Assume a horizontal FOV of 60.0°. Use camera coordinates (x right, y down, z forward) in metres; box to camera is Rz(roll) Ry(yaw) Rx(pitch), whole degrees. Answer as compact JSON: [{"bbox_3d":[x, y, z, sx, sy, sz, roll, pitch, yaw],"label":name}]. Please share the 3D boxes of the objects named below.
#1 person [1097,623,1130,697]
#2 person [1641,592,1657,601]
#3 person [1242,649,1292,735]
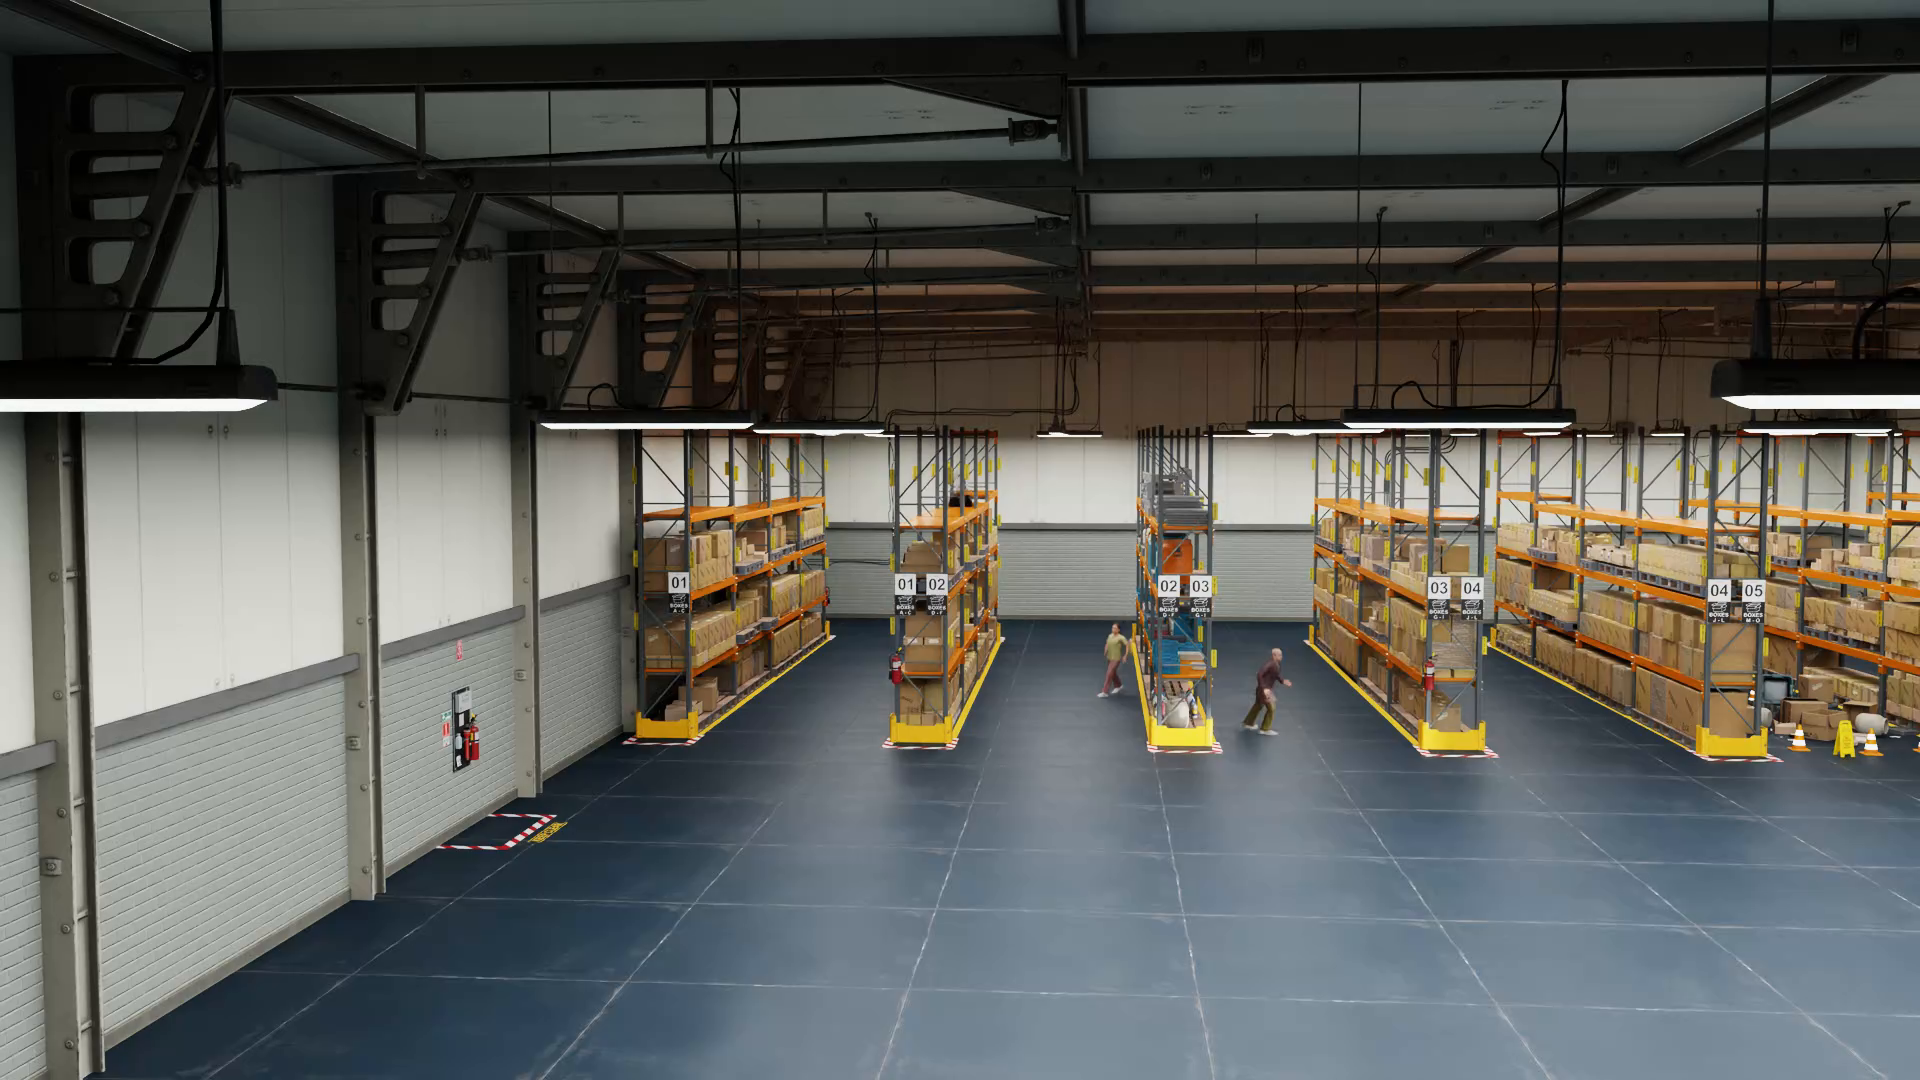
[{"bbox_3d":[3.425,2.644,36.802,0.933,1.648,0.603,-3,5,-42],"label":"person"},{"bbox_3d":[20.212,1.906,48.675,0.773,1.841,0.642,-1,3,-11],"label":"person"},{"bbox_3d":[5.957,2.936,32.358,0.969,1.700,0.758,1,4,21],"label":"person"}]
